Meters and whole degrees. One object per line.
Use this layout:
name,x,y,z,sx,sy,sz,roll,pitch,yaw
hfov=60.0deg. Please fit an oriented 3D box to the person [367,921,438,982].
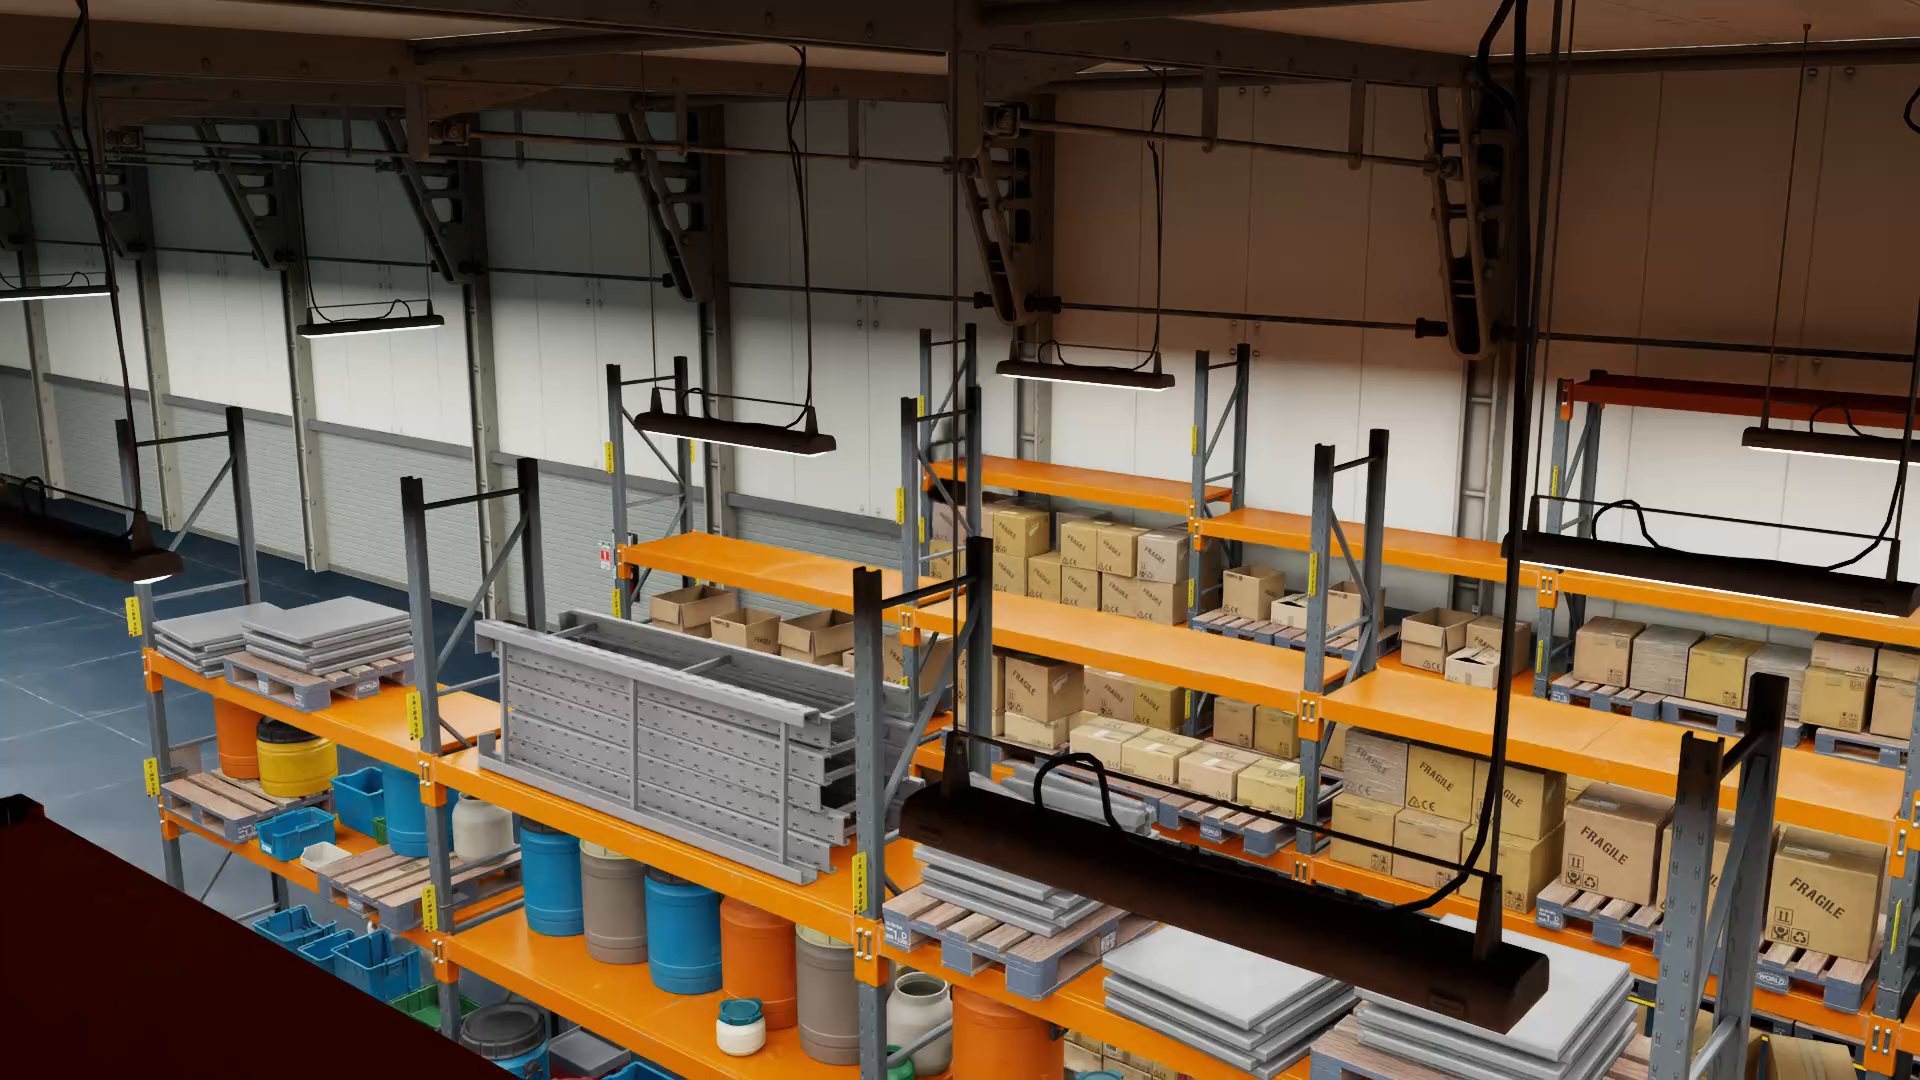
person,-5.525,3.625,16.153,1.034,1.765,0.763,4,13,17
